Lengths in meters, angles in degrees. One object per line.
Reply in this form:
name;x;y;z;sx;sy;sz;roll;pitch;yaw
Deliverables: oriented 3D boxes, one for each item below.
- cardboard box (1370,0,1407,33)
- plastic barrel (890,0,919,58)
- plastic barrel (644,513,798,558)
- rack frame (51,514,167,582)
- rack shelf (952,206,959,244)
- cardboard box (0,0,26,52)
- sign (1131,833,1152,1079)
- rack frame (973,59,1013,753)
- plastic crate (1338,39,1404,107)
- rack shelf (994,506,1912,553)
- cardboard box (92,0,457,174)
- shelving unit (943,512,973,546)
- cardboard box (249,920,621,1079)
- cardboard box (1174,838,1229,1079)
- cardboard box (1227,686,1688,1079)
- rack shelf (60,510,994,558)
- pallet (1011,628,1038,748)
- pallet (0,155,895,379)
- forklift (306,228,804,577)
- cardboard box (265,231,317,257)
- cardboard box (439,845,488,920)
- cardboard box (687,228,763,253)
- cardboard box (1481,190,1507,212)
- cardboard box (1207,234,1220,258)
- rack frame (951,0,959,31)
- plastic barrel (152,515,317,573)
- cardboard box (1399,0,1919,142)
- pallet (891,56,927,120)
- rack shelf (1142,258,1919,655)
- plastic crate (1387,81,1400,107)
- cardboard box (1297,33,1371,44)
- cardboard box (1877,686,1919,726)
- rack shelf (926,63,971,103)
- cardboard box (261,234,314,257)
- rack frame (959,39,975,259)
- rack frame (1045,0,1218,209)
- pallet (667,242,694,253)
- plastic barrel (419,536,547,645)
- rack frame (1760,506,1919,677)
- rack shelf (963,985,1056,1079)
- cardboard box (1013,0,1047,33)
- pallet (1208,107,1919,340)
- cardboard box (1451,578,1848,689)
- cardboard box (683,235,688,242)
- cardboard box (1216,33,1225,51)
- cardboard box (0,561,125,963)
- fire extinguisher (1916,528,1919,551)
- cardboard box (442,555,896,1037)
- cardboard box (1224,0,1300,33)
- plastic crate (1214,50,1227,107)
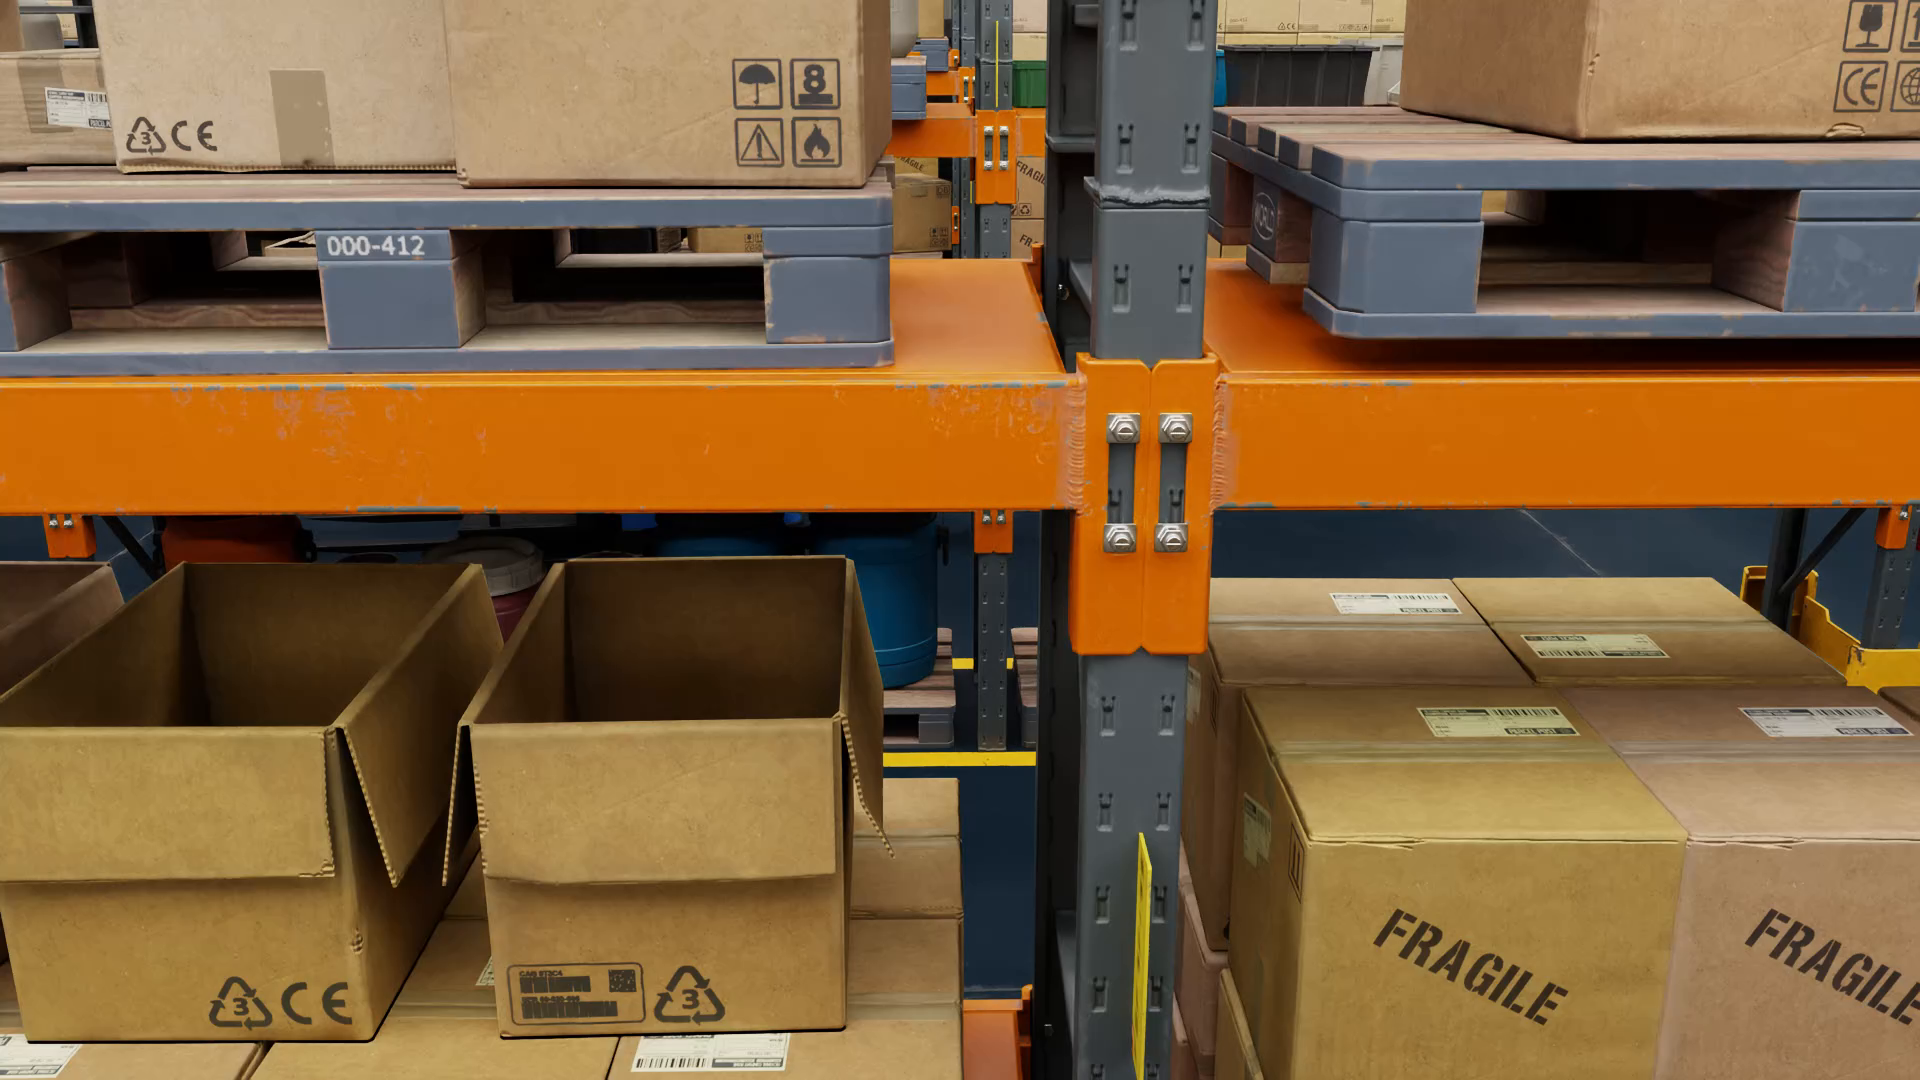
cardboard box;3.054;-3.661;11.567;0.500;0.250;0.500;0;18;-1
plastic barrel;-0.392;-2.384;7.248;0.433;0.535;0.433;0;18;0
plastic barrel;-1.114;0.183;7.814;0.708;0.901;0.600;0;18;-1
rack frame;-3.861;-0.598;7.500;0.127;3.000;1.000;0;18;-1
rack shelf;-2.017;-3.291;17.073;4.000;0.370;1.077;0;18;-1
cardboard box;-1.740;-0.779;2.298;0.637;0.503;0.797;-1;18;-2
sign;0.235;0.548;2.164;0.005;0.325;0.100;0;18;-1
rack frame;0.139;-0.617;7.561;0.127;3.000;1.000;0;18;-1
plastic crate;1.917;-2.092;7.441;0.530;0.282;0.437;0;18;-1
rack shelf;2.138;-0.284;7.701;4.000;0.370;1.077;0;18;-1
cardboard box;-0.881;-0.712;2.405;0.500;0.311;0.500;-1;18;-3
shelving unit;-0.014;-0.571;10.364;0.189;1.200;0.258;0;18;-1
cardboard box;-0.741;0.934;2.562;0.500;0.500;0.500;0;18;1
cardboard box;0.654;0.743;3.079;0.500;0.250;0.500;-1;18;-2
cardboard box;0.700;0.544;2.472;0.500;0.500;0.500;0;18;-1
rack shelf;-1.861;-0.265;7.640;4.000;0.370;1.077;0;18;-1
pallet;0.873;0.695;8.035;1.213;0.211;1.003;0;18;-1
pallet;-0.699;-0.422;2.355;1.217;0.209;0.805;-1;18;-3
forklift;-2.491;-1.295;9.787;3.031;2.935;1.130;-2;18;-7
cardboard box;-4.833;-2.123;12.401;0.500;0.311;0.500;0;18;-2
cardboard box;-0.750;0.777;3.052;0.500;0.500;0.500;0;18;-1
cardboard box;-1.701;-2.350;12.112;0.500;0.500;0.700;-5;18;-15
cardboard box;3.623;-2.587;11.900;0.500;0.500;0.500;0;18;-1
cardboard box;1.590;-2.102;12.026;0.500;0.500;0.500;0;18;-1
rack frame;-0.018;-6.500;16.077;0.127;3.000;1.000;0;18;-1
plastic barrel;-3.372;0.228;7.791;0.708;0.830;0.600;0;18;-1
cardboard box;0.998;-0.850;2.361;0.500;0.500;0.700;-1;18;-4
pallet;-0.644;-1.922;7.026;1.003;0.211;1.213;0;18;-1
rack shelf;2.217;-0.200;2.527;4.000;0.370;1.077;0;18;-1
plastic crate;2.076;-1.853;6.936;0.530;0.136;0.437;0;18;-1
cardboard box;2.554;-3.418;11.626;0.500;0.250;0.500;0;18;-1
cardboard box;1.712;0.540;2.484;0.500;0.500;0.500;-1;18;-3
rack shelf;-1.936;-3.206;11.898;4.000;0.370;1.077;0;18;-1
cardboard box;-6.841;-2.992;17.110;0.500;0.250;0.500;-1;18;-2
rack frame;0.064;-2.130;12.277;0.127;3.000;1.000;0;18;-1
rack frame;0.217;-1.961;1.929;0.127;3.000;1.000;0;18;-1
pallet;-1.991;-2.030;12.279;1.213;0.211;1.003;0;18;-1
plastic barrel;-2.243;0.337;7.845;0.708;0.588;0.600;0;18;-1
rack frame;4.138;-0.636;7.621;0.127;3.000;1.000;0;18;-1
rack shelf;-1.783;1.248;2.925;4.000;0.370;1.077;0;18;-1
cardboard box;0.554;-3.651;11.536;0.500;0.250;0.500;0;18;-1
pallet;1.035;-0.491;2.403;1.213;0.211;1.003;0;18;-1
cardboard box;1.173;0.383;2.973;0.500;0.500;0.500;0;18;0
cardboard box;-2.404;-2.766;17.090;0.750;0.750;0.750;0;18;-1
cardboard box;1.554;-3.417;11.623;0.500;0.250;0.500;0;18;-1
cardboard box;-1.729;0.384;2.635;0.637;0.503;0.797;0;18;1
fire extinguisher;4.296;-0.284;7.259;0.183;0.674;0.296;0;18;-1
cardboard box;-0.422;0.376;2.659;0.637;0.503;0.797;-1;18;-2
cardboard box;2.054;-3.656;11.549;0.500;0.250;0.500;0;18;-1
plastic crate;1.044;-2.068;7.446;0.300;0.233;0.416;0;18;-1
